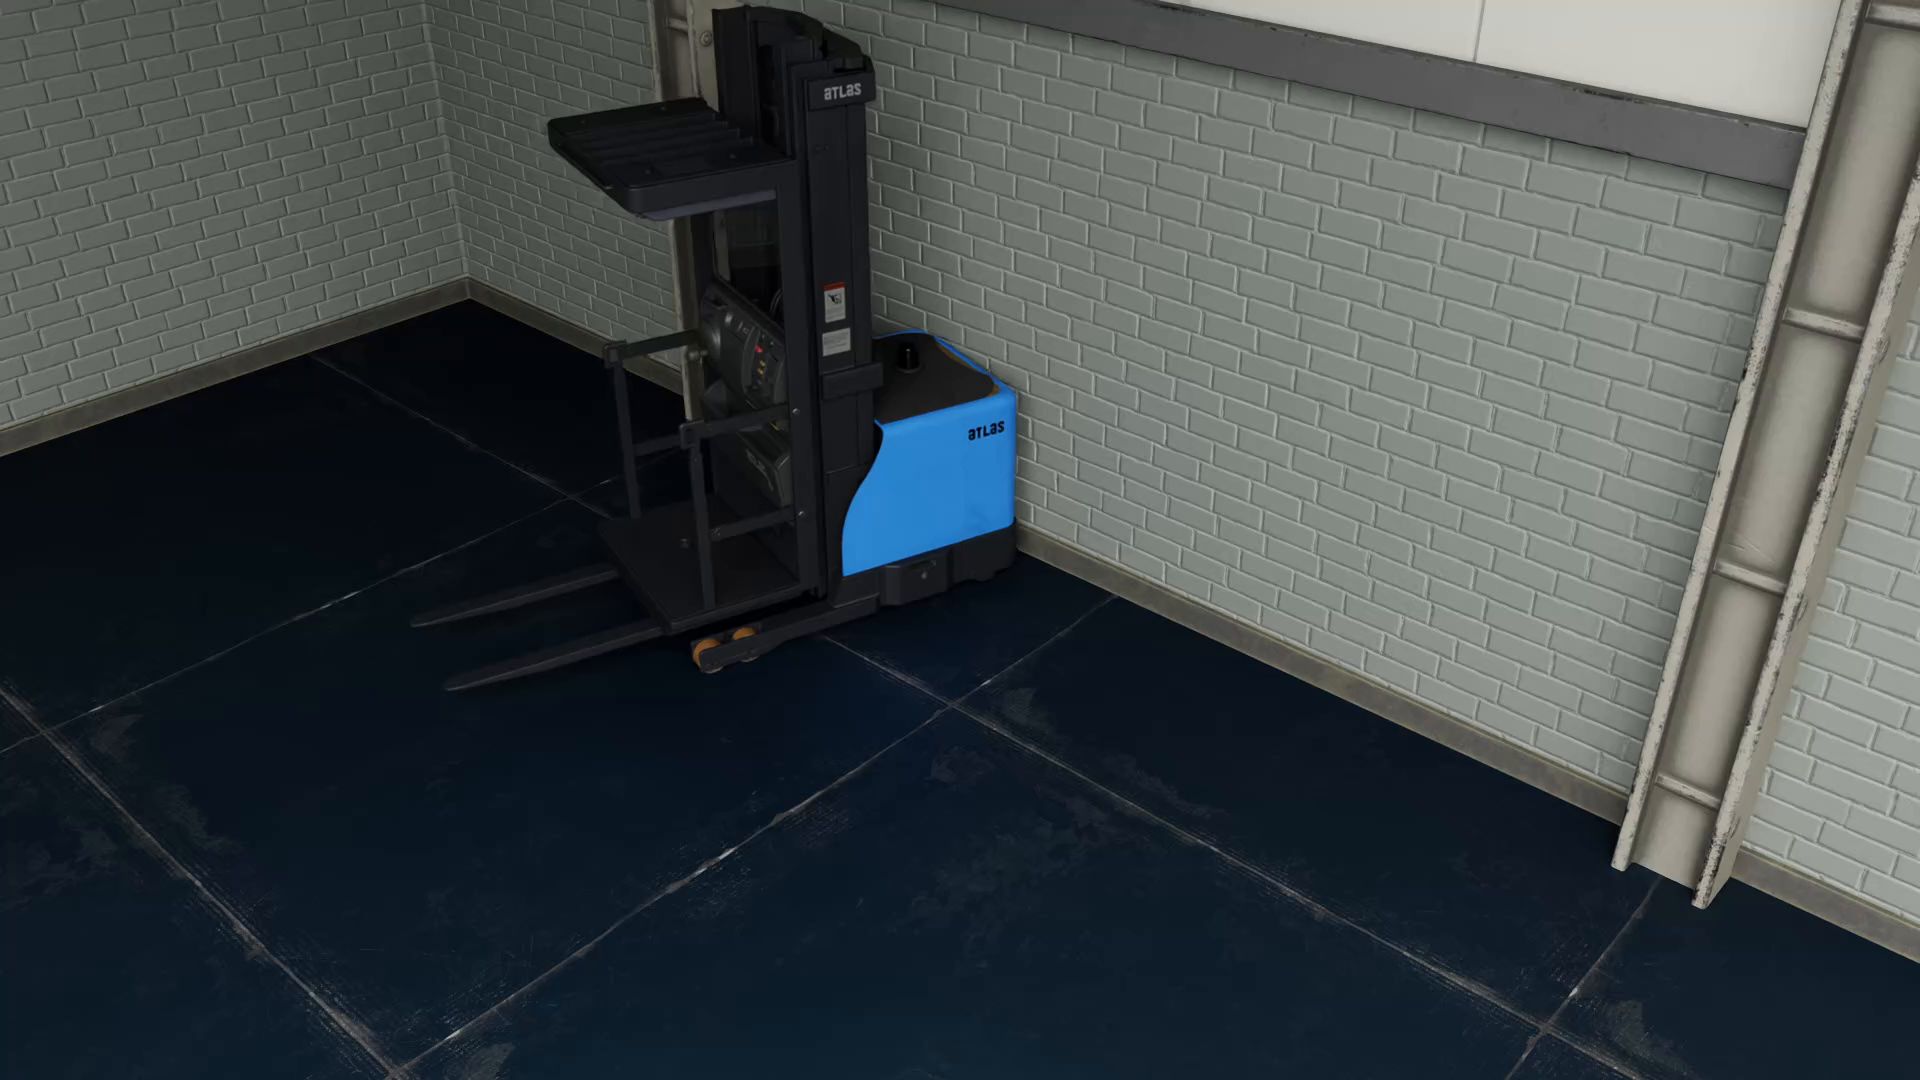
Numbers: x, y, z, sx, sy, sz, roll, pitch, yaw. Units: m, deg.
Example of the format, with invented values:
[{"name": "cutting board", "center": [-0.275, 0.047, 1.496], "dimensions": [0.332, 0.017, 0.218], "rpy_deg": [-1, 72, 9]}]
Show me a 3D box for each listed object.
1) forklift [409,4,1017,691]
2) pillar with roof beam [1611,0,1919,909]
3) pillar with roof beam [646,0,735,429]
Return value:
[{"name": "forklift", "center": [-1.231, -0.914, 7.927], "dimensions": [3.031, 2.935, 1.130], "rpy_deg": [-17, 35, -26]}, {"name": "pillar with roof beam", "center": [0.090, -0.833, 1.909], "dimensions": [0.400, 9.000, 9.100], "rpy_deg": [25, 39, 35]}, {"name": "pillar with roof beam", "center": [-4.358, -2.910, 5.358], "dimensions": [0.400, 9.000, 9.100], "rpy_deg": [25, 39, 35]}]
